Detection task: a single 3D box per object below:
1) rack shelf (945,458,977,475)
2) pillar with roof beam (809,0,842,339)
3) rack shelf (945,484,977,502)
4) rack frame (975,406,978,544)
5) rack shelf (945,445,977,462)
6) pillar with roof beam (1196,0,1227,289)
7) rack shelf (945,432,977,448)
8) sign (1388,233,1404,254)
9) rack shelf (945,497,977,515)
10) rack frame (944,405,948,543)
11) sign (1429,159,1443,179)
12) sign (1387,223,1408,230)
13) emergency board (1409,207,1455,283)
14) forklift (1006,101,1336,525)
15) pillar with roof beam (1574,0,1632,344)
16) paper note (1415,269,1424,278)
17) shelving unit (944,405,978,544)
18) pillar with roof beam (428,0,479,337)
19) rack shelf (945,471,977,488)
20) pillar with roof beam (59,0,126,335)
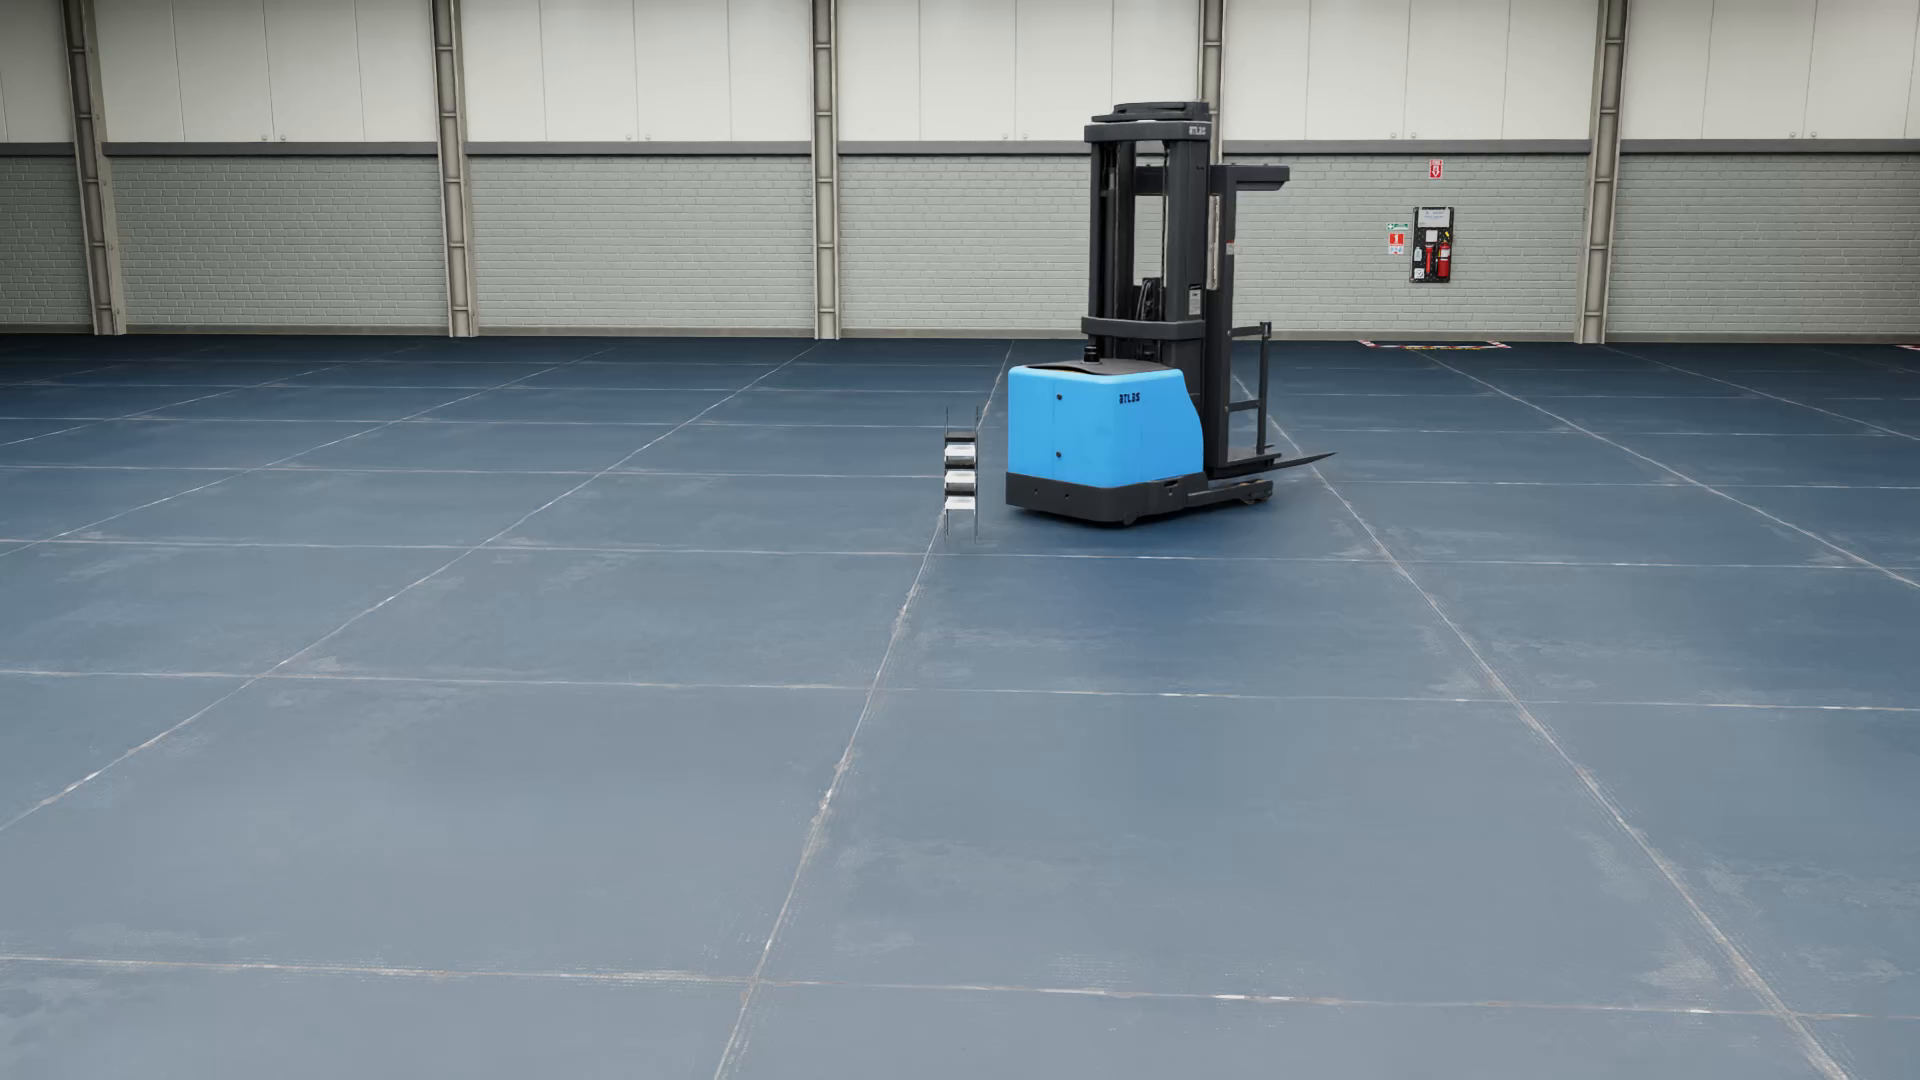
[{"bbox_3d":[0.008,-0.496,11.164,0.200,0.077,0.258,1,12,4],"label":"rack shelf"},{"bbox_3d":[-2.413,-6.780,21.702,0.400,9.000,9.100,1,12,4],"label":"pillar with roof beam"},{"bbox_3d":[0.008,-0.320,11.201,0.200,0.077,0.258,1,12,4],"label":"rack shelf"},{"bbox_3d":[0.110,-0.439,11.169,0.006,0.900,0.240,1,12,4],"label":"rack frame"},{"bbox_3d":[0.008,-0.584,11.145,0.200,0.077,0.258,1,12,4],"label":"rack shelf"},{"bbox_3d":[3.573,-6.698,21.310,0.400,9.000,9.100,1,12,4],"label":"pillar with roof beam"},{"bbox_3d":[0.008,-0.672,11.127,0.200,0.077,0.258,1,12,4],"label":"rack shelf"},{"bbox_3d":[6.840,-4.647,26.068,0.234,0.329,0.001,1,12,4],"label":"sign"},{"bbox_3d":[0.008,-0.232,11.219,0.200,0.077,0.258,1,12,4],"label":"rack shelf"},{"bbox_3d":[-0.093,-0.442,11.182,0.006,0.900,0.240,1,12,4],"label":"rack frame"},{"bbox_3d":[7.383,-5.756,25.795,0.199,0.298,0.001,1,12,4],"label":"sign"},{"bbox_3d":[6.844,-4.904,26.005,0.331,0.109,0.001,1,12,4],"label":"sign"},{"bbox_3d":[7.384,-4.600,25.935,0.643,1.169,0.194,1,12,4],"label":"emergency board"},{"bbox_3d":[1.752,-1.770,12.570,3.031,2.935,1.130,-11,16,-42],"label":"forklift"},{"bbox_3d":[9.560,-6.616,20.917,0.400,9.000,9.100,1,12,4],"label":"pillar with roof beam"},{"bbox_3d":[7.212,-4.186,26.104,0.142,0.148,0.016,1,12,4],"label":"paper note"},{"bbox_3d":[0.008,-0.440,11.175,0.210,0.900,0.258,1,12,4],"label":"shelving unit"},{"bbox_3d":[-8.400,-6.862,22.094,0.400,9.000,9.100,1,12,4],"label":"pillar with roof beam"},{"bbox_3d":[0.008,-0.408,11.182,0.200,0.077,0.258,1,12,4],"label":"rack shelf"},{"bbox_3d":[-14.386,-6.944,22.487,0.400,9.000,9.100,1,12,4],"label":"pillar with roof beam"}]
